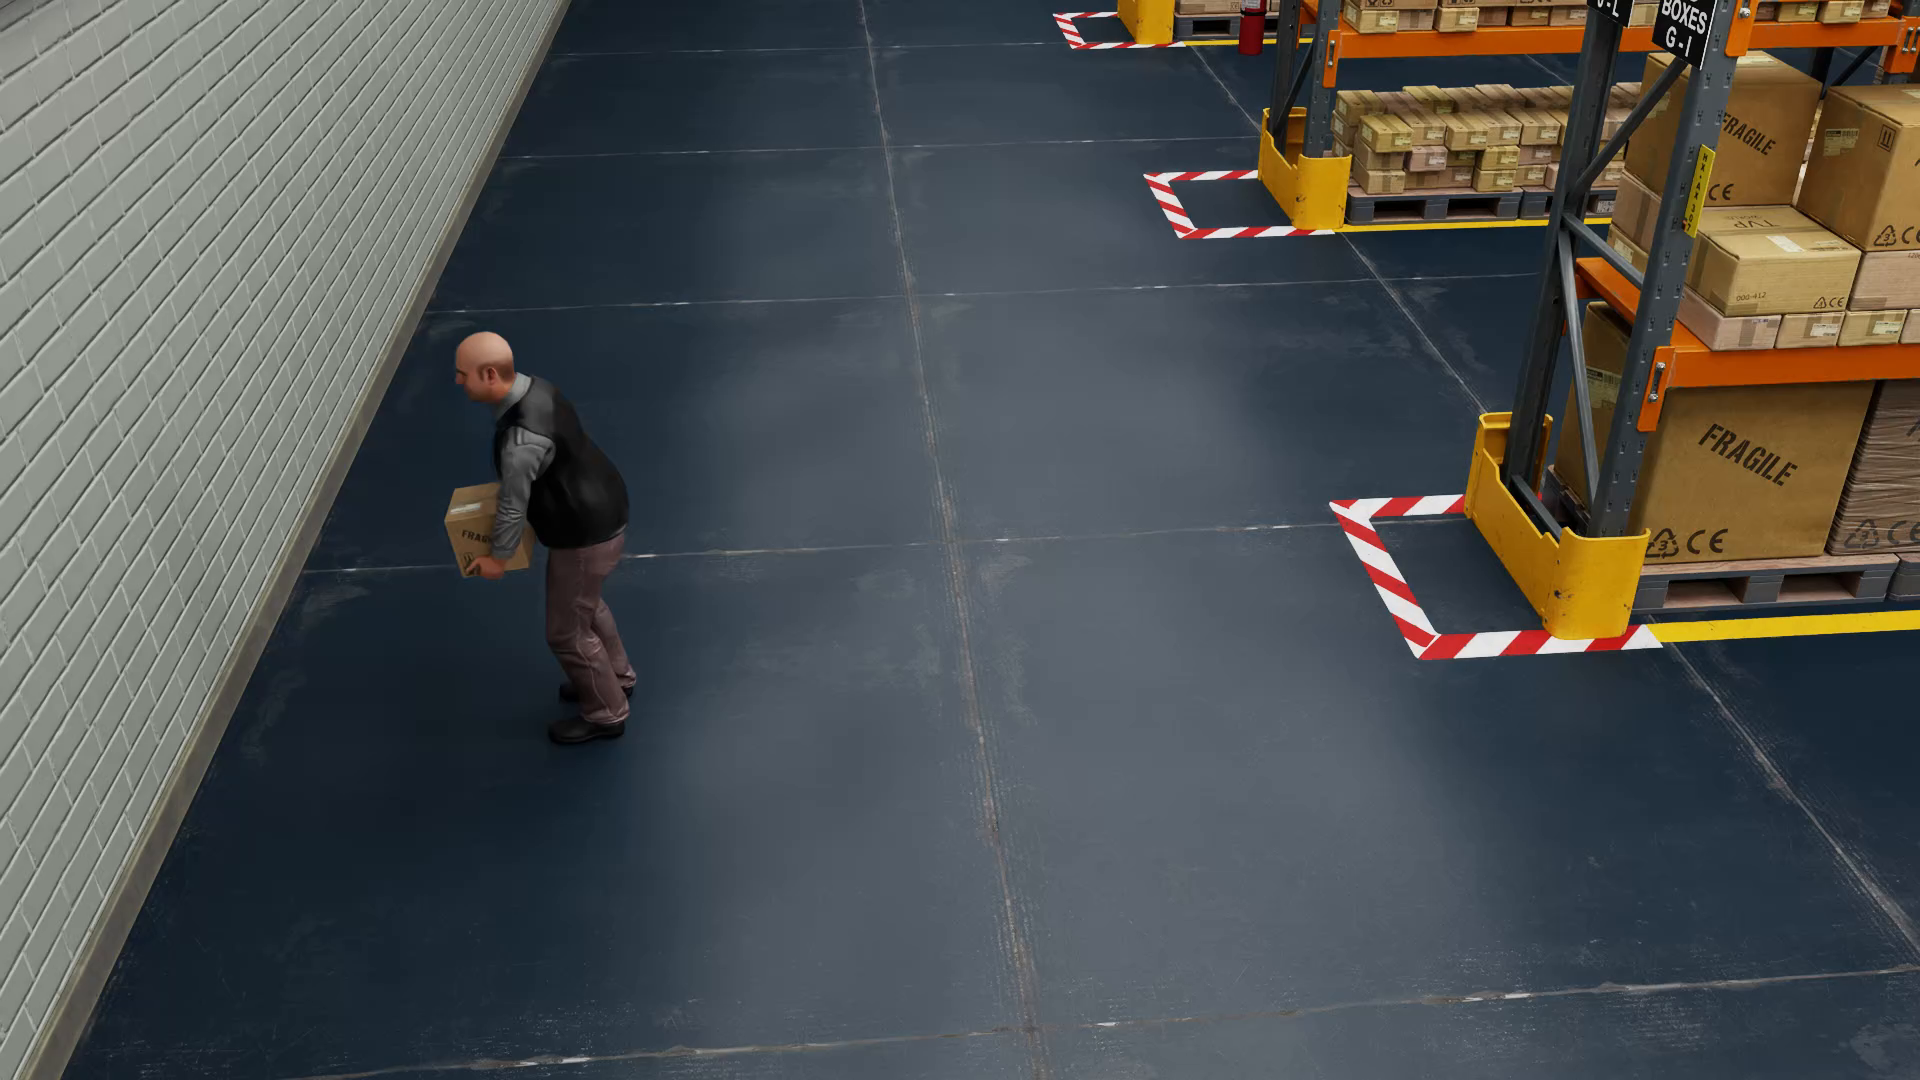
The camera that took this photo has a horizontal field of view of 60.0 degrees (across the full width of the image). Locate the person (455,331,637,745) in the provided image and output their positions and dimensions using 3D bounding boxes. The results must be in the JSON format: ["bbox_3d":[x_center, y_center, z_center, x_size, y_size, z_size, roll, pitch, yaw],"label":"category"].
[{"bbox_3d":[-1.534,-0.007,6.224,0.601,1.672,0.479,-3,31,-5],"label":"person"}]
